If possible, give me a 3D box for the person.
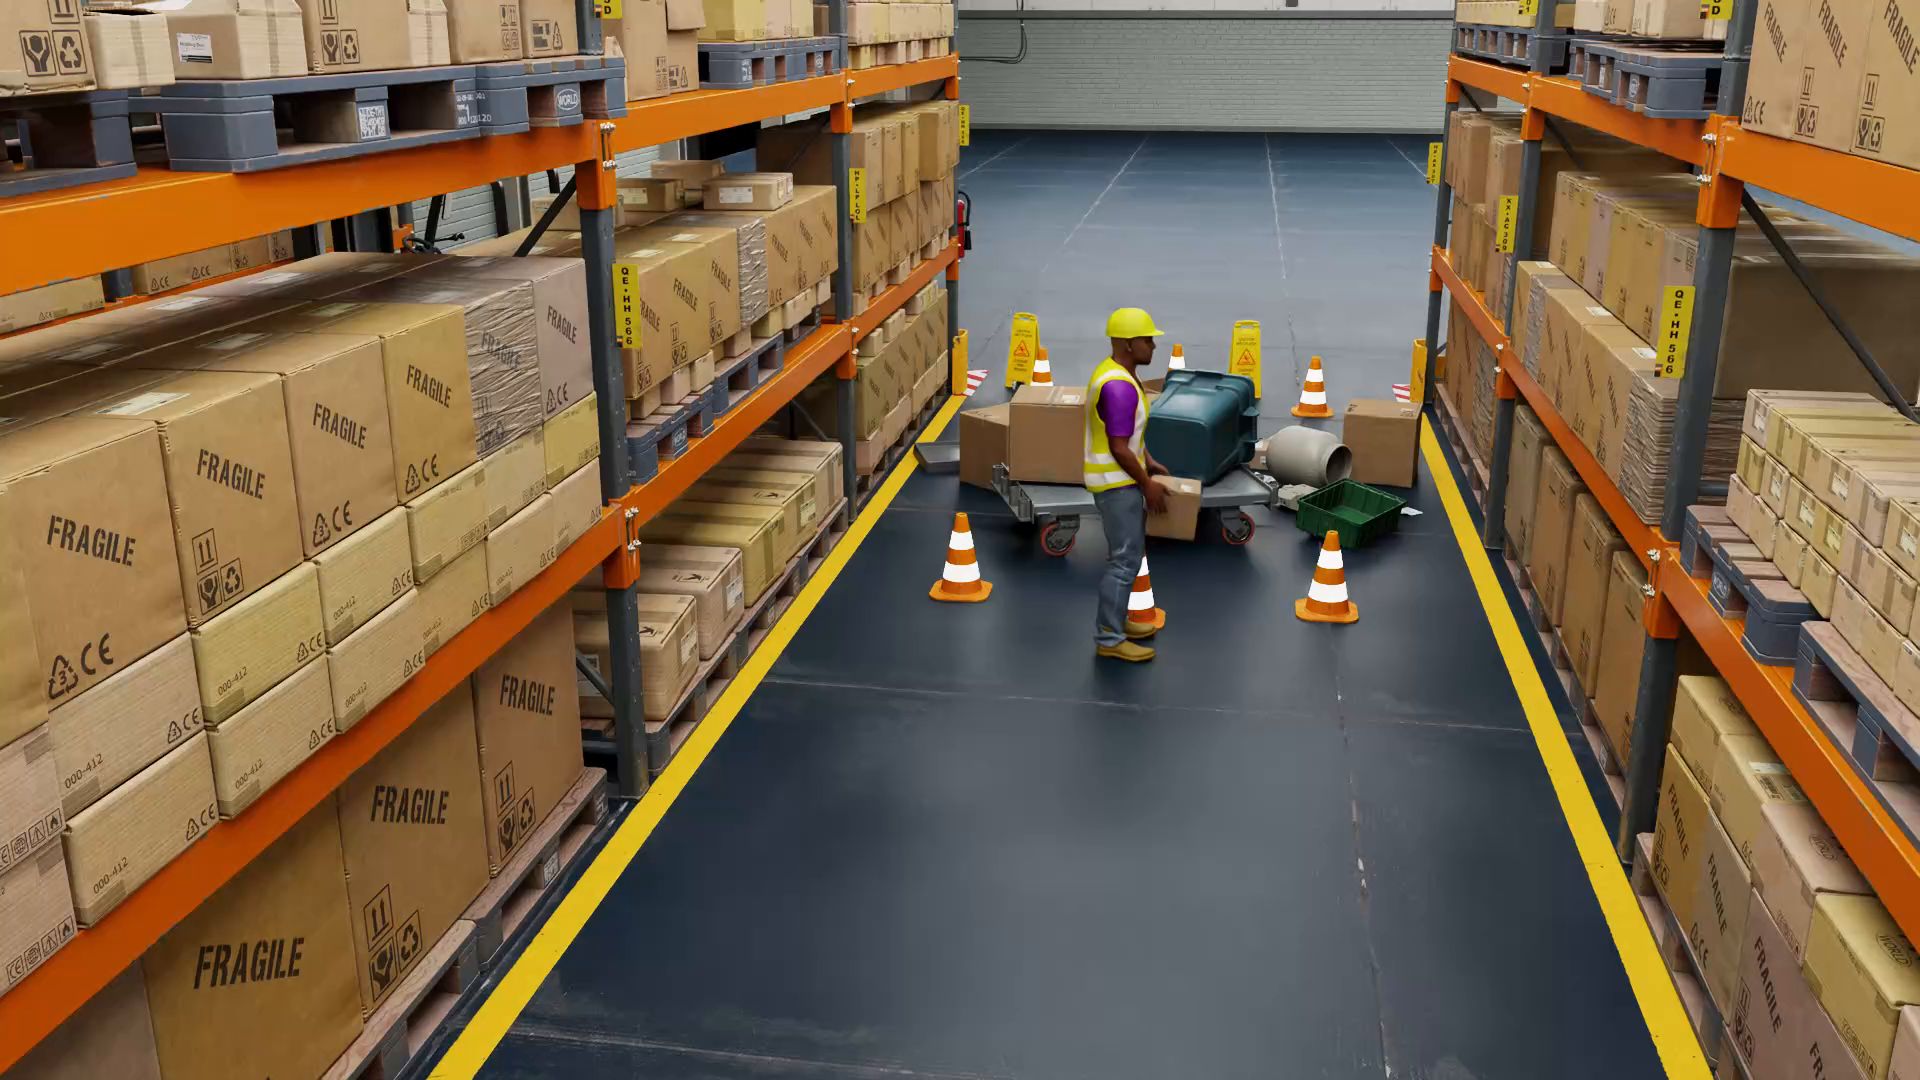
[{"bbox_3d":[0.846,-0.294,8.431,0.458,1.767,0.575,2,18,8],"label":"person"}]
